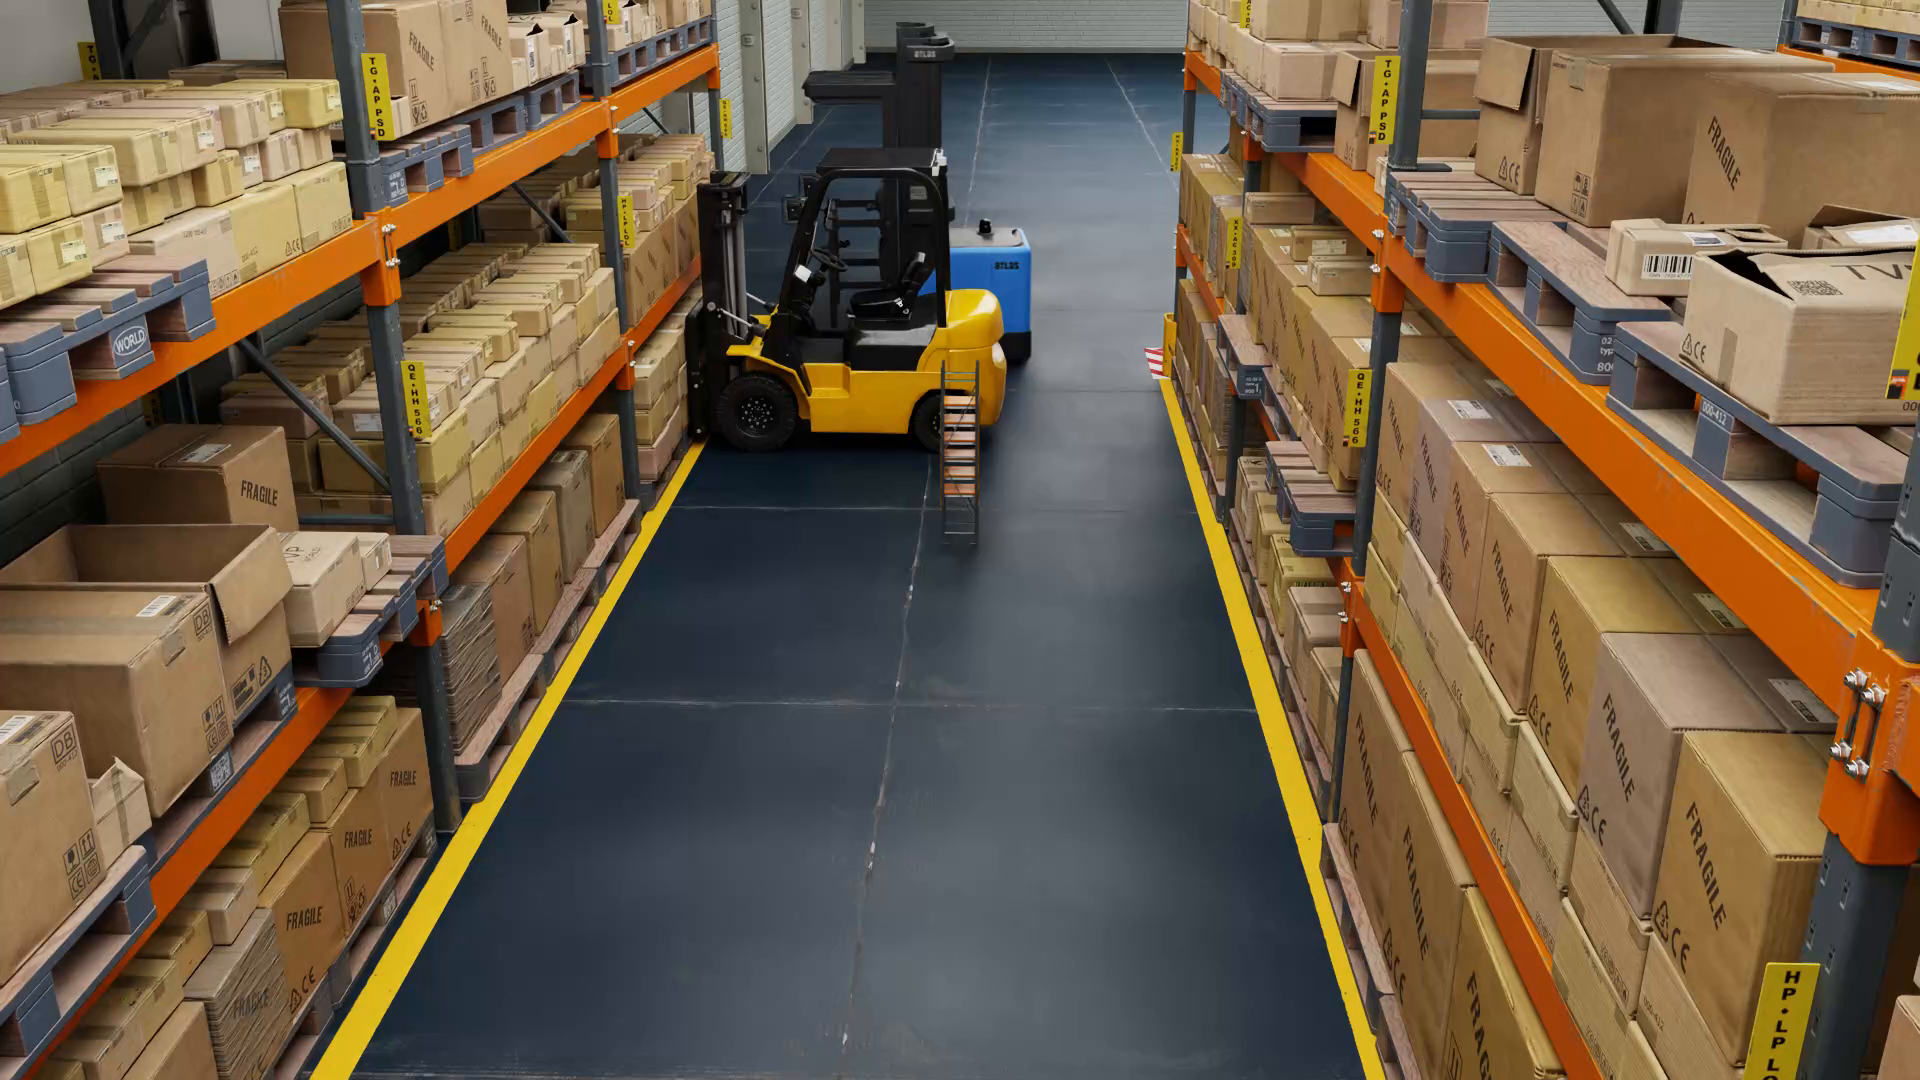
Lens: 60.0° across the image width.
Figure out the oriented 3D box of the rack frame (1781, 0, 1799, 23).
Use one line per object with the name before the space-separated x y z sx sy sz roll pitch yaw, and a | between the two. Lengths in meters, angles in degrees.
rack frame | 7.357 -5.700 13.280 1.000 3.000 0.127 1 21 2

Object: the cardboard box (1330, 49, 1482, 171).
cardboard box | 2.181 -2.027 7.818 0.797 0.503 0.637 1 21 2

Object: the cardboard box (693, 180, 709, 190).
cardboard box | -2.333 -2.653 13.582 0.500 0.500 0.500 1 21 3

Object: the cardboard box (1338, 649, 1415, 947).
cardboard box | 2.059 1.015 6.624 0.875 0.875 0.875 0 21 1

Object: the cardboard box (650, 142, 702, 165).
cardboard box | -2.313 -3.146 13.545 0.380 0.149 0.250 1 21 3

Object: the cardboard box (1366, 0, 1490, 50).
cardboard box | 2.385 -2.652 8.507 0.500 0.250 0.500 1 21 3

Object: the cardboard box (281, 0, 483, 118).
cardboard box | -2.618 -2.212 7.581 0.700 0.500 0.500 0 21 1

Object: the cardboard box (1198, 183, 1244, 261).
cardboard box | 2.080 -2.383 12.475 0.500 0.500 0.500 0 21 1

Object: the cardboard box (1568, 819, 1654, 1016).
cardboard box | 1.819 0.911 4.050 0.500 0.250 0.500 1 21 3

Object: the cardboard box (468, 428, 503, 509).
cardboard box | -2.521 -0.352 7.996 0.500 0.250 0.500 0 21 0

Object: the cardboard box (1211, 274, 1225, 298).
cardboard box | 2.017 -1.845 11.985 0.380 0.149 0.250 0 21 1

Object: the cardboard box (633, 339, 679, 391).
cardboard box | -2.323 -1.265 11.980 0.500 0.250 0.500 1 21 2

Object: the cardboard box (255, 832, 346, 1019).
cardboard box | -2.636 1.413 6.116 0.500 0.500 0.500 2 21 4

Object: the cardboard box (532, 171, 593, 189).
cardboard box | -2.898 -2.598 12.131 0.380 0.149 0.250 0 21 1

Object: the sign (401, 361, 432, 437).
sign | -2.256 -0.583 6.892 0.100 0.325 0.005 1 21 2

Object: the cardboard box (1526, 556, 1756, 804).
cardboard box | 1.847 0.370 4.408 0.500 0.500 0.500 1 21 3

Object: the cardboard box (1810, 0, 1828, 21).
cardboard box | 7.019 -4.215 13.226 0.380 0.149 0.250 1 21 2

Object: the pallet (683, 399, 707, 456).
pallet | -2.577 -0.958 13.206 1.003 0.211 1.213 1 21 2

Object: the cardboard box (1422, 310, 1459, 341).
cardboard box | 2.417 -0.759 7.708 0.500 0.500 0.500 2 21 4

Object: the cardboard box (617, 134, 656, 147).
cardboard box | -2.779 -3.343 14.053 0.380 0.149 0.250 0 21 1

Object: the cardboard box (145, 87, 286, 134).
cardboard box | -2.627 -1.514 5.882 0.380 0.149 0.250 0 21 0

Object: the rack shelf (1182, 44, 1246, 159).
rack shelf | 2.345 -3.261 12.136 1.077 0.370 4.000 1 21 2

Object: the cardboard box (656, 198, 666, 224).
cardboard box | -2.327 -2.361 11.933 0.380 0.149 0.250 0 21 1

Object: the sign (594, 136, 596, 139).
sign | -3.110 -3.424 14.399 0.100 0.325 0.005 1 21 2

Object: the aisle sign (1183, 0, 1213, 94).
aisle sign | 2.098 -4.159 14.008 0.394 0.787 0.004 1 21 2

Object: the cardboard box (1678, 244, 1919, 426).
cardboard box | 1.858 -0.456 3.454 0.500 0.311 0.500 1 21 2

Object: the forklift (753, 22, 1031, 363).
forklift | -0.886 -3.114 15.003 3.031 2.935 1.130 -1 21 -2

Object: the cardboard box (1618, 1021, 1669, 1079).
cardboard box | 1.803 1.322 3.682 0.500 0.250 0.500 0 21 0

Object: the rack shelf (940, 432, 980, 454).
rack shelf | 0.000 -0.635 10.798 0.258 0.103 0.180 1 21 2

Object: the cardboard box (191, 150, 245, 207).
cardboard box | -2.594 -1.187 5.451 0.380 0.149 0.250 1 21 2

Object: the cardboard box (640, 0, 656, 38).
cardboard box | -2.328 -3.640 11.584 0.396 0.266 0.258 0 21 0

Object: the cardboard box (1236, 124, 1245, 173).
cardboard box | 2.586 -3.203 13.205 0.700 0.500 0.500 1 21 2

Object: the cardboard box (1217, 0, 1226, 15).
cardboard box | 2.028 -3.807 11.792 0.380 0.149 0.250 1 21 2

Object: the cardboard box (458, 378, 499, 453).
cardboard box | -2.525 -0.584 7.904 0.500 0.250 0.500 1 21 3

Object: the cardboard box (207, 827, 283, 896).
cardboard box | -2.650 1.145 5.909 0.380 0.149 0.250 0 21 1

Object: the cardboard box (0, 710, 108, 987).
cardboard box | -2.666 0.762 4.200 0.700 0.500 0.500 1 21 2

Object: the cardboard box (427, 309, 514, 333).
cardboard box | -2.555 -1.105 8.696 0.380 0.149 0.250 1 21 2

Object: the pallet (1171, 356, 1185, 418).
pallet | 2.344 -1.301 14.089 1.003 0.211 1.213 1 21 2

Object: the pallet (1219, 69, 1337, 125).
pallet | 2.159 -2.564 9.603 1.213 0.211 1.003 1 21 2

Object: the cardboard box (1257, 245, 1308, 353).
cardboard box | 1.940 -1.330 9.181 0.500 0.500 0.500 1 21 1

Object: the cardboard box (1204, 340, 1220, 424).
cardboard box | 2.048 -1.140 12.003 0.500 0.500 0.500 1 21 3

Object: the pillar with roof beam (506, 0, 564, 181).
pillar with roof beam | 0.826 -5.482 12.718 9.100 9.000 0.400 1 21 2

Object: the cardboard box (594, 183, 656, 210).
cardboard box | -2.344 -2.408 11.642 0.380 0.149 0.250 1 21 3

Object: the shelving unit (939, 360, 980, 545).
shelving unit | 0.000 -0.565 10.825 0.258 1.200 0.189 1 21 2

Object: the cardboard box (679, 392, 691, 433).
cardboard box | -2.331 -0.983 12.637 0.500 0.250 0.500 1 21 3

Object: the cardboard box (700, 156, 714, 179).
cardboard box | -2.264 -3.103 13.844 0.380 0.149 0.250 1 21 2

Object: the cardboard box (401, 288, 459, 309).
cardboard box | -2.994 -1.292 9.178 0.380 0.149 0.250 0 21 1

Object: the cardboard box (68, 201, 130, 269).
cardboard box | -2.493 -0.819 4.476 0.380 0.149 0.250 1 21 3

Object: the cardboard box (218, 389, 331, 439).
cardboard box | -2.991 -0.551 7.268 0.380 0.149 0.250 1 21 3

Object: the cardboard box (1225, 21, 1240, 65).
cardboard box | 2.043 -3.288 11.005 0.500 0.250 0.500 0 21 1

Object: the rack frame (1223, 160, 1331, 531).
rack frame | 2.284 -1.475 10.684 1.000 3.000 0.127 1 21 2

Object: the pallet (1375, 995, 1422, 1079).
pallet | 2.024 1.995 5.595 1.003 0.211 1.213 1 21 2

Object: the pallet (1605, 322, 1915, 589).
pallet | 2.020 -0.224 3.577 0.805 0.209 1.217 0 21 -1

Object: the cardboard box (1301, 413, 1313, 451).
cardboard box | 1.852 -0.509 7.961 0.380 0.149 0.250 0 21 -1
